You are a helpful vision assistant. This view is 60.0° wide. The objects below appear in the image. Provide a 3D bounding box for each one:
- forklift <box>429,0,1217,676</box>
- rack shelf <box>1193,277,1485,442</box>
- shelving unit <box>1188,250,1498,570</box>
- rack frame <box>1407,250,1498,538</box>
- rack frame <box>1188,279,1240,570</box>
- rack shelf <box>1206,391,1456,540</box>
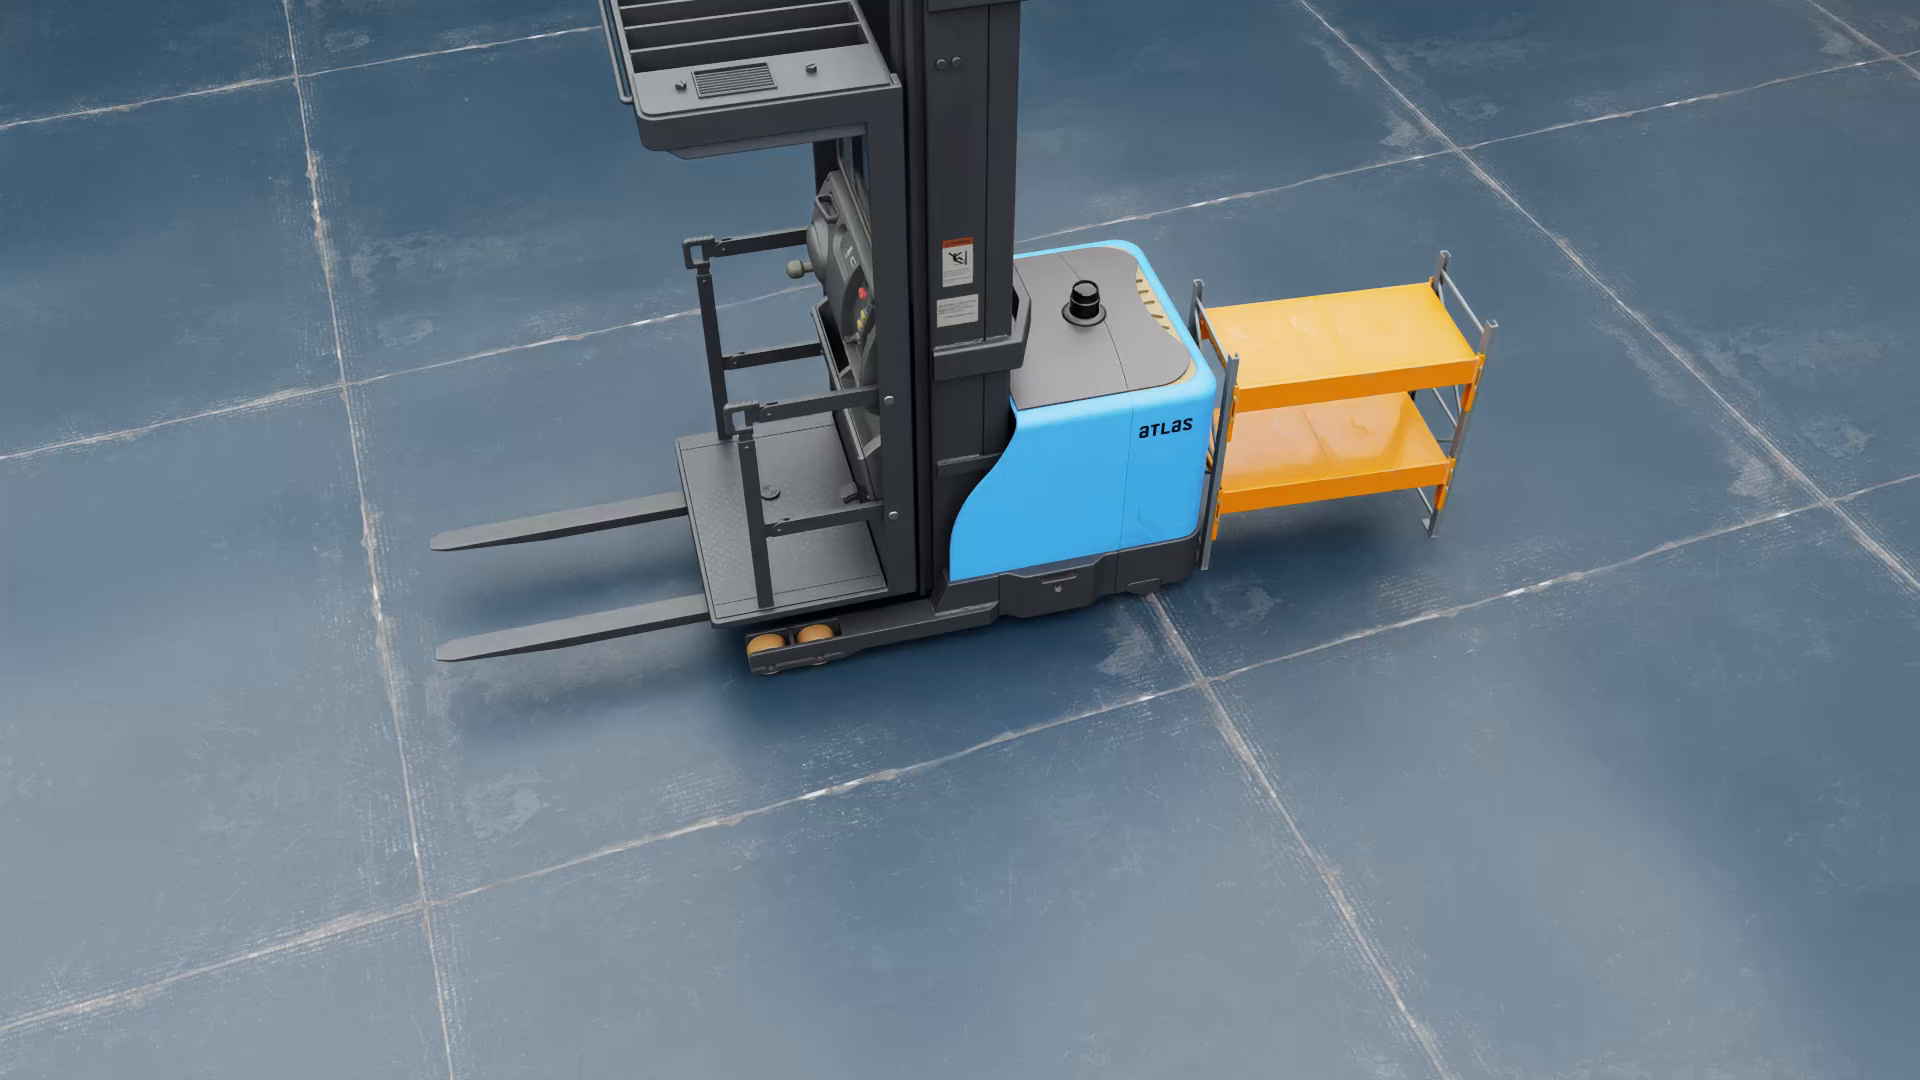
[{"bbox_3d":[-0.605,-0.923,5.910,3.031,2.935,1.130,-10,46,-10],"label":"forklift"},{"bbox_3d":[1.472,-0.720,6.569,1.000,0.278,0.538,-8,46,-8],"label":"rack shelf"},{"bbox_3d":[1.472,-0.513,6.777,1.048,1.125,0.538,-8,46,-8],"label":"shelving unit"},{"bbox_3d":[1.971,-0.581,6.844,0.032,1.125,0.500,-8,46,-8],"label":"rack frame"},{"bbox_3d":[0.972,-0.446,6.709,0.032,1.125,0.500,-8,46,-8],"label":"rack frame"},{"bbox_3d":[1.472,-0.341,6.950,1.000,0.278,0.538,-8,46,-8],"label":"rack shelf"}]
